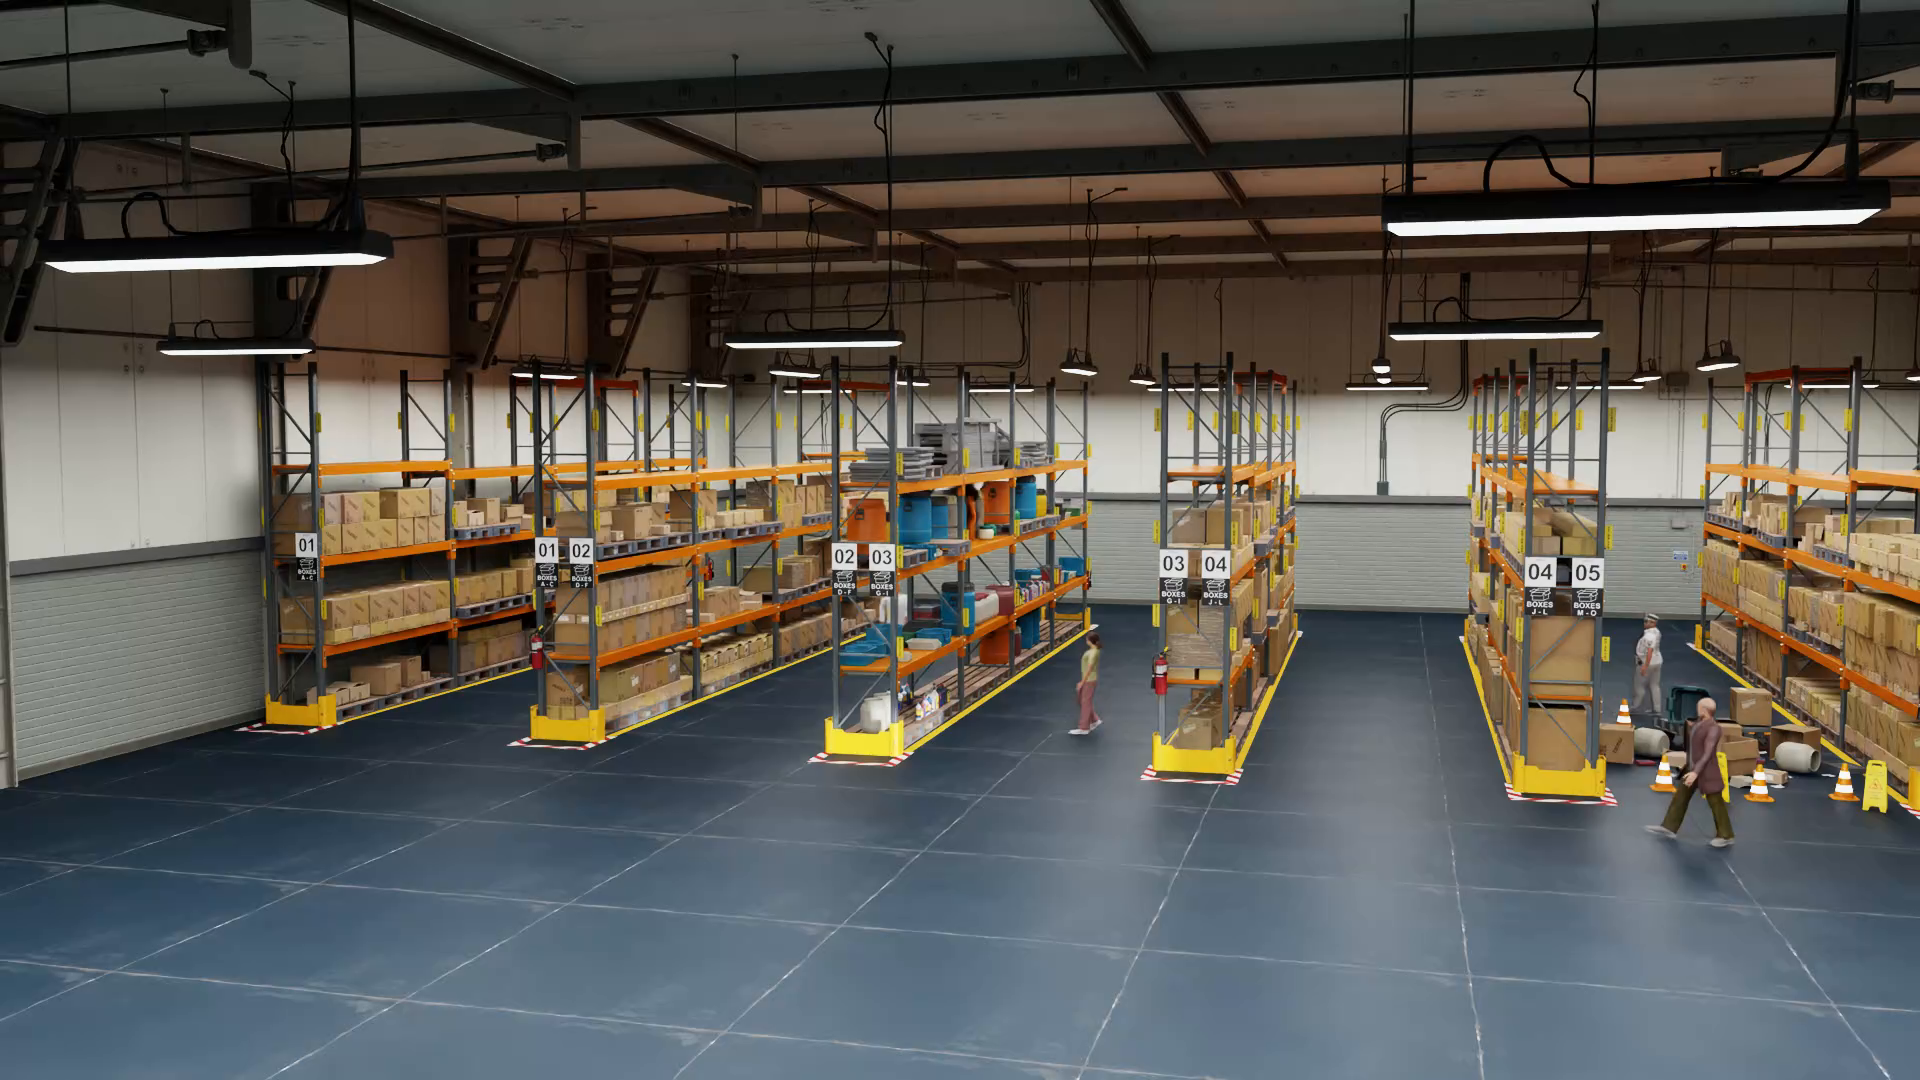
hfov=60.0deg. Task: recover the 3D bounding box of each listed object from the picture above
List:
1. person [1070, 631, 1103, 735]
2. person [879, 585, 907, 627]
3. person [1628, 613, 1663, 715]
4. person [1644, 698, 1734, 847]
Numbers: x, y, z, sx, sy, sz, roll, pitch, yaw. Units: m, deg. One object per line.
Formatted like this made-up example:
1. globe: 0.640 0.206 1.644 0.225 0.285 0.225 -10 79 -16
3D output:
1. person: 2.032 2.291 26.754 0.520 1.672 0.524 0 4 1
2. person: -1.332 1.774 34.196 0.735 1.806 0.935 1 4 19
3. person: 11.725 2.118 28.498 0.574 1.764 0.596 -3 5 -33
4. person: 8.721 2.729 19.749 0.847 1.750 0.729 -1 4 -8
